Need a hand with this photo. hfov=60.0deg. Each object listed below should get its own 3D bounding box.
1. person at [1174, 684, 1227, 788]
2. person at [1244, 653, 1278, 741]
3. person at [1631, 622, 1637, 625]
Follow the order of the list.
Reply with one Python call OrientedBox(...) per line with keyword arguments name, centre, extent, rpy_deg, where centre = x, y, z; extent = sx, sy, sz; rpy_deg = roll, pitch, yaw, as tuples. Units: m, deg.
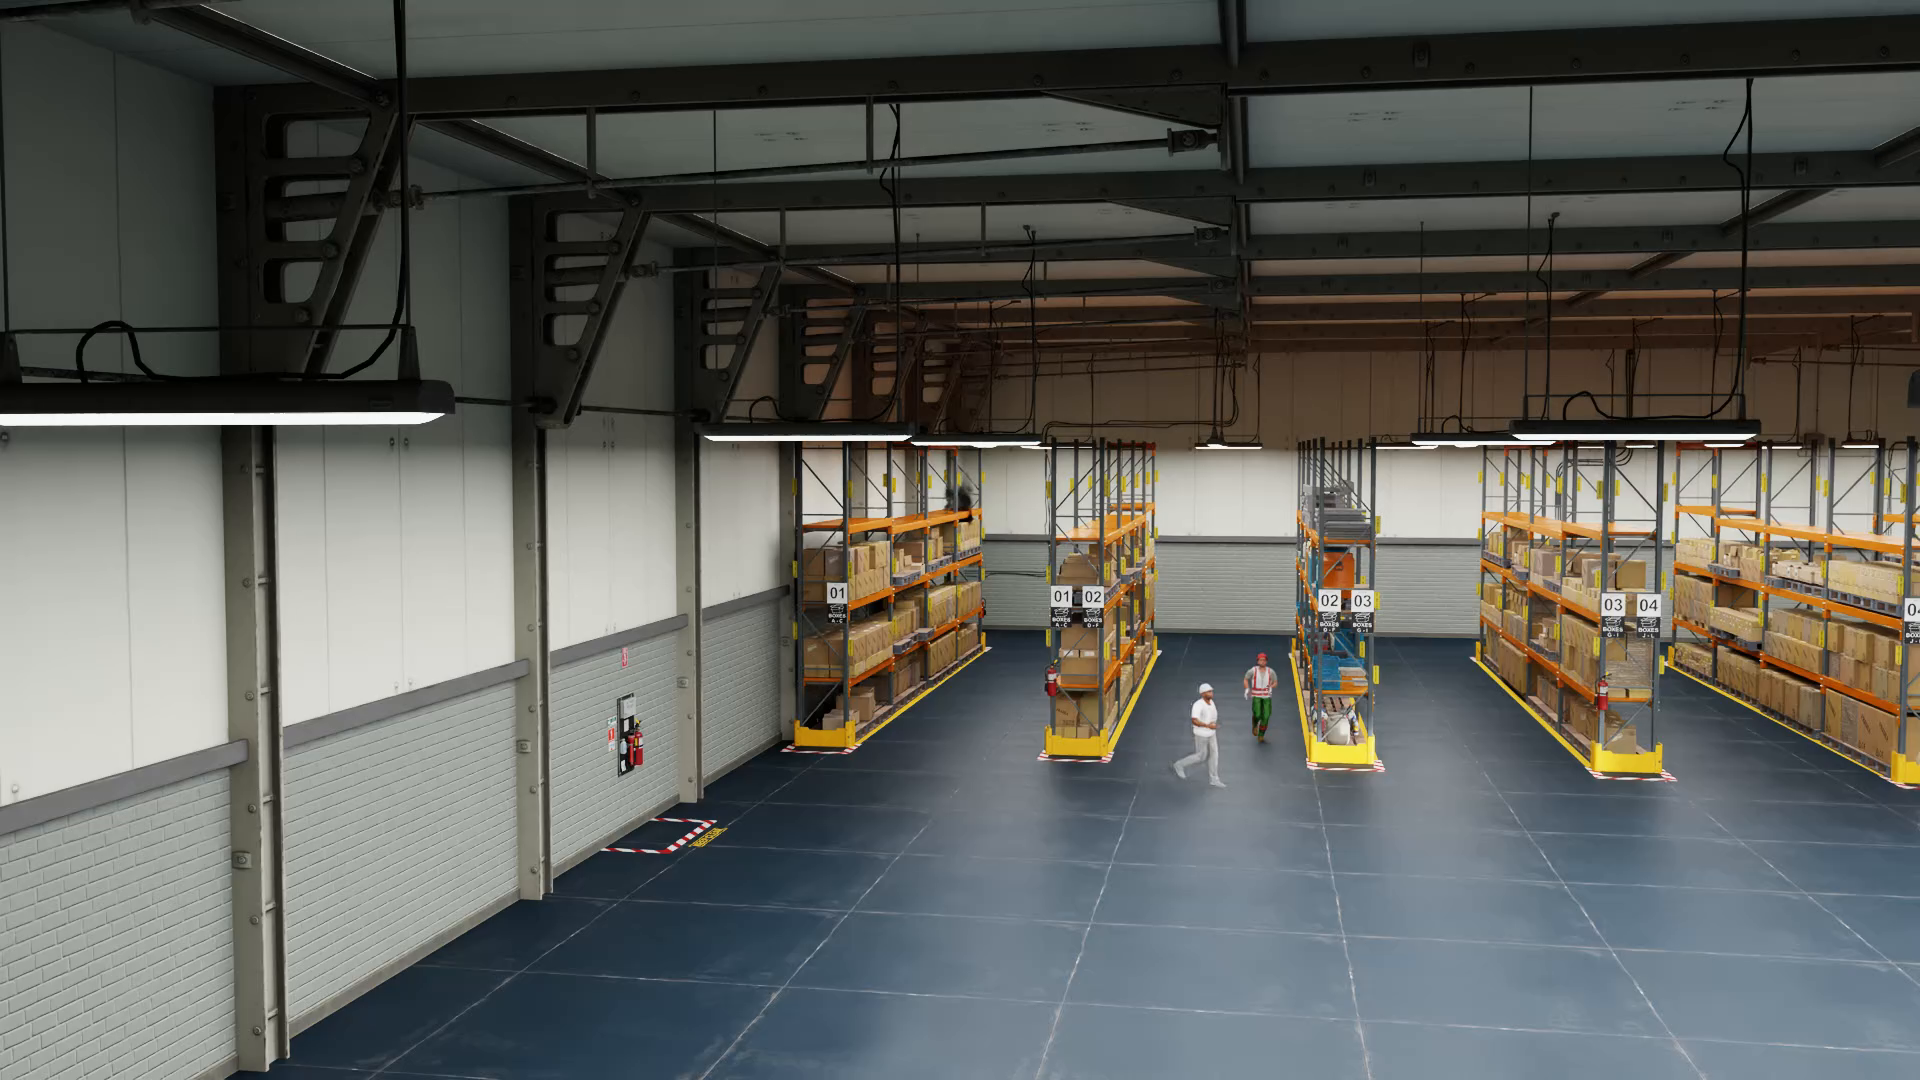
OrientedBox(name="person", centre=(4.159, 3.338, 28.538), extent=(0.927, 1.766, 0.709), rpy_deg=(2, 4, 36))
OrientedBox(name="person", centre=(5.956, 3.110, 32.825), extent=(0.656, 1.741, 0.583), rpy_deg=(0, 3, 2))
OrientedBox(name="person", centre=(17.797, 2.548, 44.489), extent=(0.789, 1.658, 0.574), rpy_deg=(1, 3, 22))
